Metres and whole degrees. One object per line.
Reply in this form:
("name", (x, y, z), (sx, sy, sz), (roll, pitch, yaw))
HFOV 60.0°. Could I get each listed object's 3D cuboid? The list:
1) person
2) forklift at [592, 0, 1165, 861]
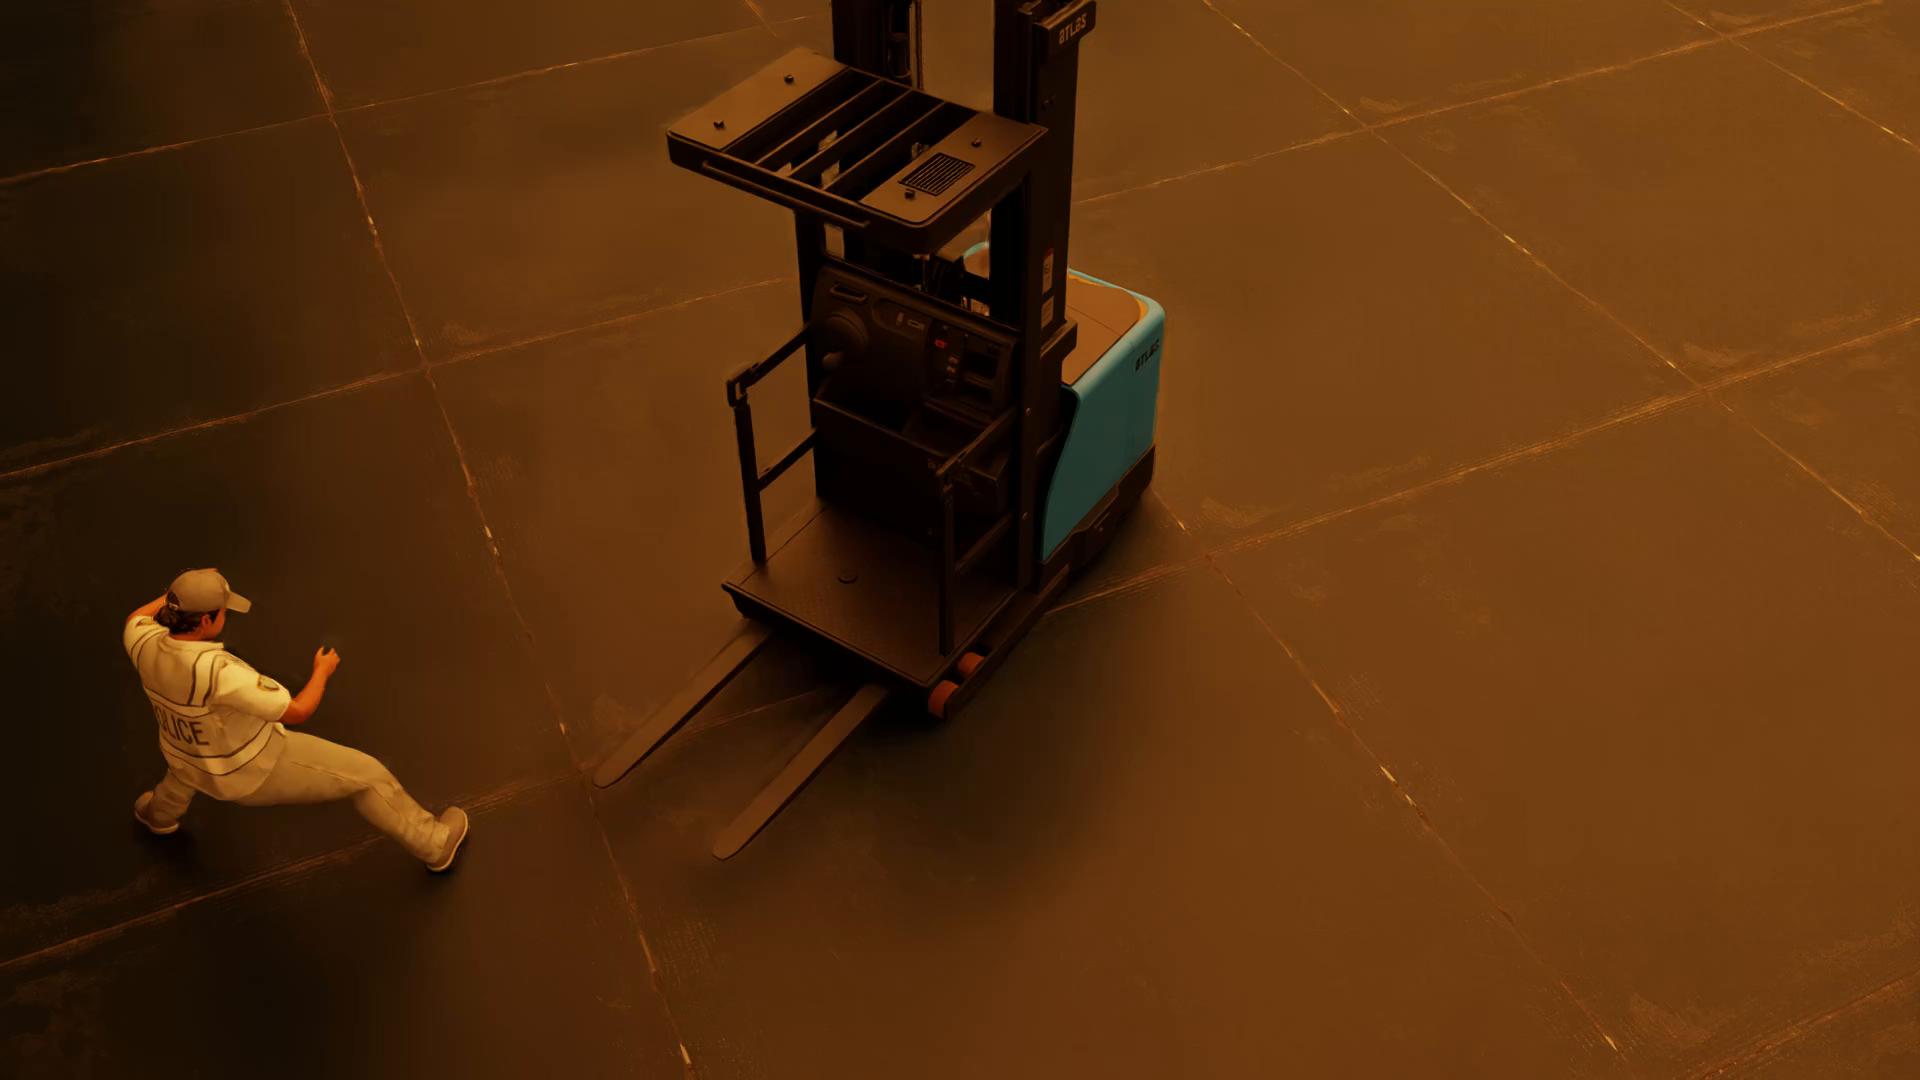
("person", (-2.598, 0.610, 6.108), (1.284, 1.452, 0.693), (20, 47, 20))
("forklift", (-0.315, -0.691, 6.420), (1.130, 2.935, 3.031), (25, 48, 24))
